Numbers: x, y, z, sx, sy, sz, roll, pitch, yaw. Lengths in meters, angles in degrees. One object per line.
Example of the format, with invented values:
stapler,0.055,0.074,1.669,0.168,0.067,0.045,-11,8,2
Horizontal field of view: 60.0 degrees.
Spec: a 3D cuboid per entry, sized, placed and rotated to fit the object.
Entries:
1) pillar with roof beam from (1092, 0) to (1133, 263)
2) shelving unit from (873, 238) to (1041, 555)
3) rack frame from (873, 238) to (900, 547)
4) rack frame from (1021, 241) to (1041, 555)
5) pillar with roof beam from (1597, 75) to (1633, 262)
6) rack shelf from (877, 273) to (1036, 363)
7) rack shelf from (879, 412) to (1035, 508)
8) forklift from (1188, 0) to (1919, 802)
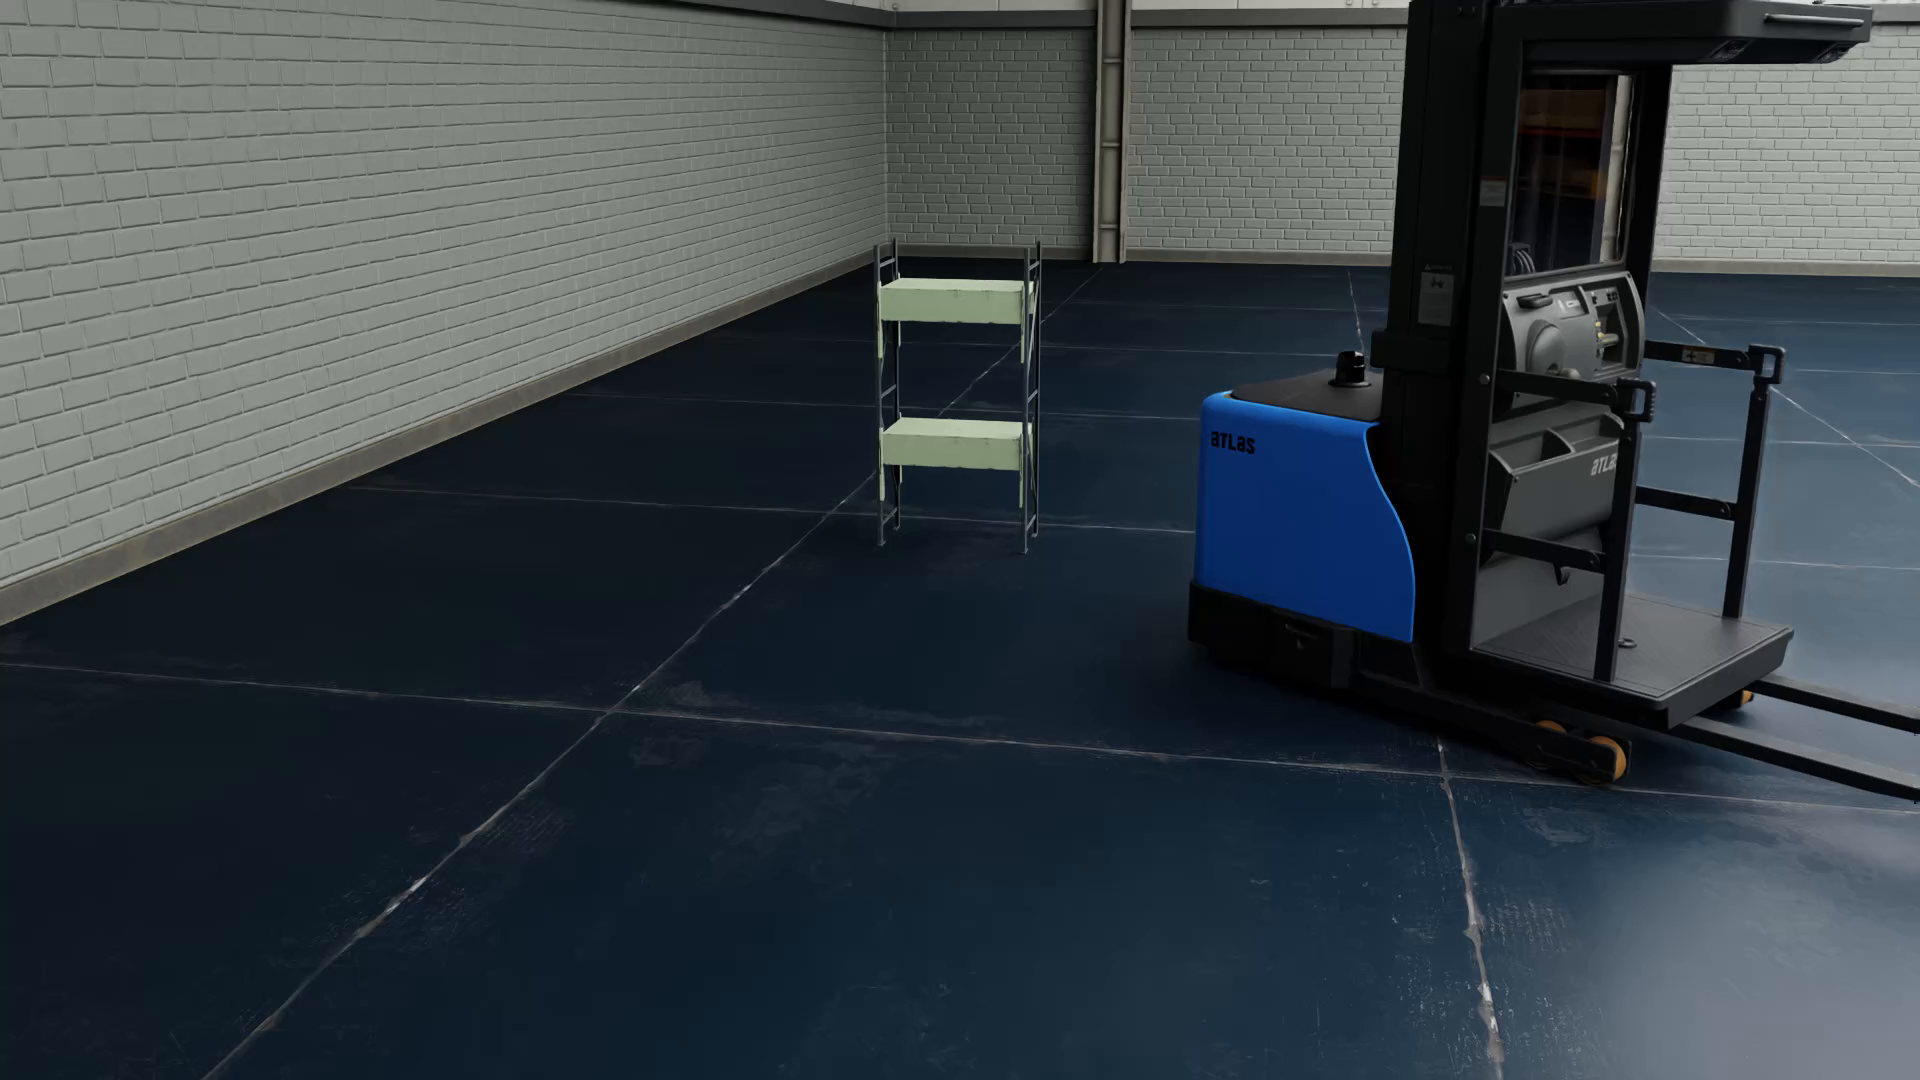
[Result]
pillar with roof beam,1.068,-6.807,16.208,0.400,9.000,9.100,3,16,11
shelving unit,-0.007,-0.723,8.293,0.755,1.500,0.431,3,16,11
rack frame,-0.365,-0.743,8.363,0.023,1.500,0.400,3,16,11
rack frame,0.352,-0.704,8.223,0.023,1.500,0.400,3,16,11
pillar with roof beam,6.948,-6.488,15.055,0.400,9.000,9.100,3,16,11
rack shelf,-0.007,-1.099,8.189,0.720,0.370,0.431,3,16,11
rack shelf,-0.007,-0.409,8.380,0.720,0.370,0.431,3,16,11
forklift,2.301,-0.745,5.692,1.130,2.935,3.031,-14,21,-41
